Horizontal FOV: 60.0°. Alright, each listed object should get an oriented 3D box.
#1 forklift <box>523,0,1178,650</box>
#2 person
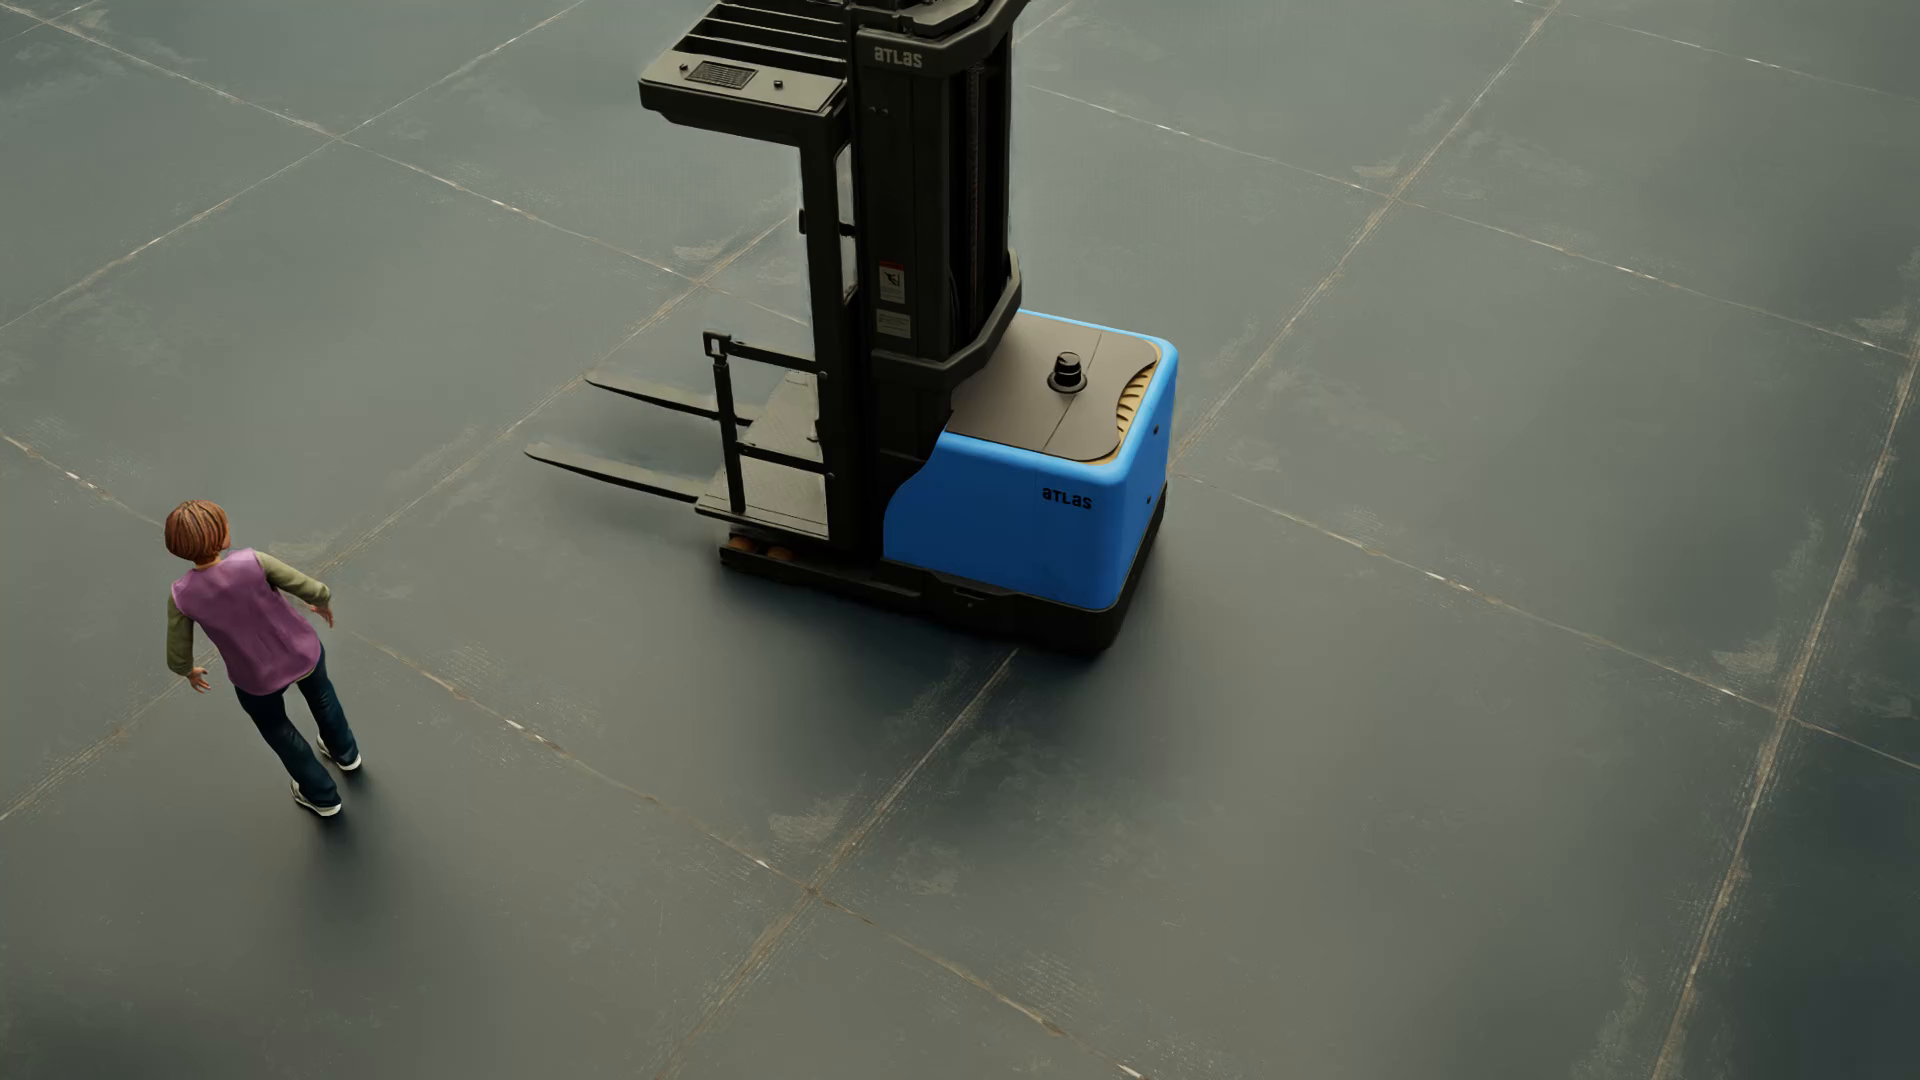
[{"bbox_3d":[-0.595,-1.197,7.111,3.031,2.935,1.130,14,45,14],"label":"forklift"},{"bbox_3d":[-2.676,0.450,6.364,0.617,1.578,0.451,-30,51,-28],"label":"person"}]
